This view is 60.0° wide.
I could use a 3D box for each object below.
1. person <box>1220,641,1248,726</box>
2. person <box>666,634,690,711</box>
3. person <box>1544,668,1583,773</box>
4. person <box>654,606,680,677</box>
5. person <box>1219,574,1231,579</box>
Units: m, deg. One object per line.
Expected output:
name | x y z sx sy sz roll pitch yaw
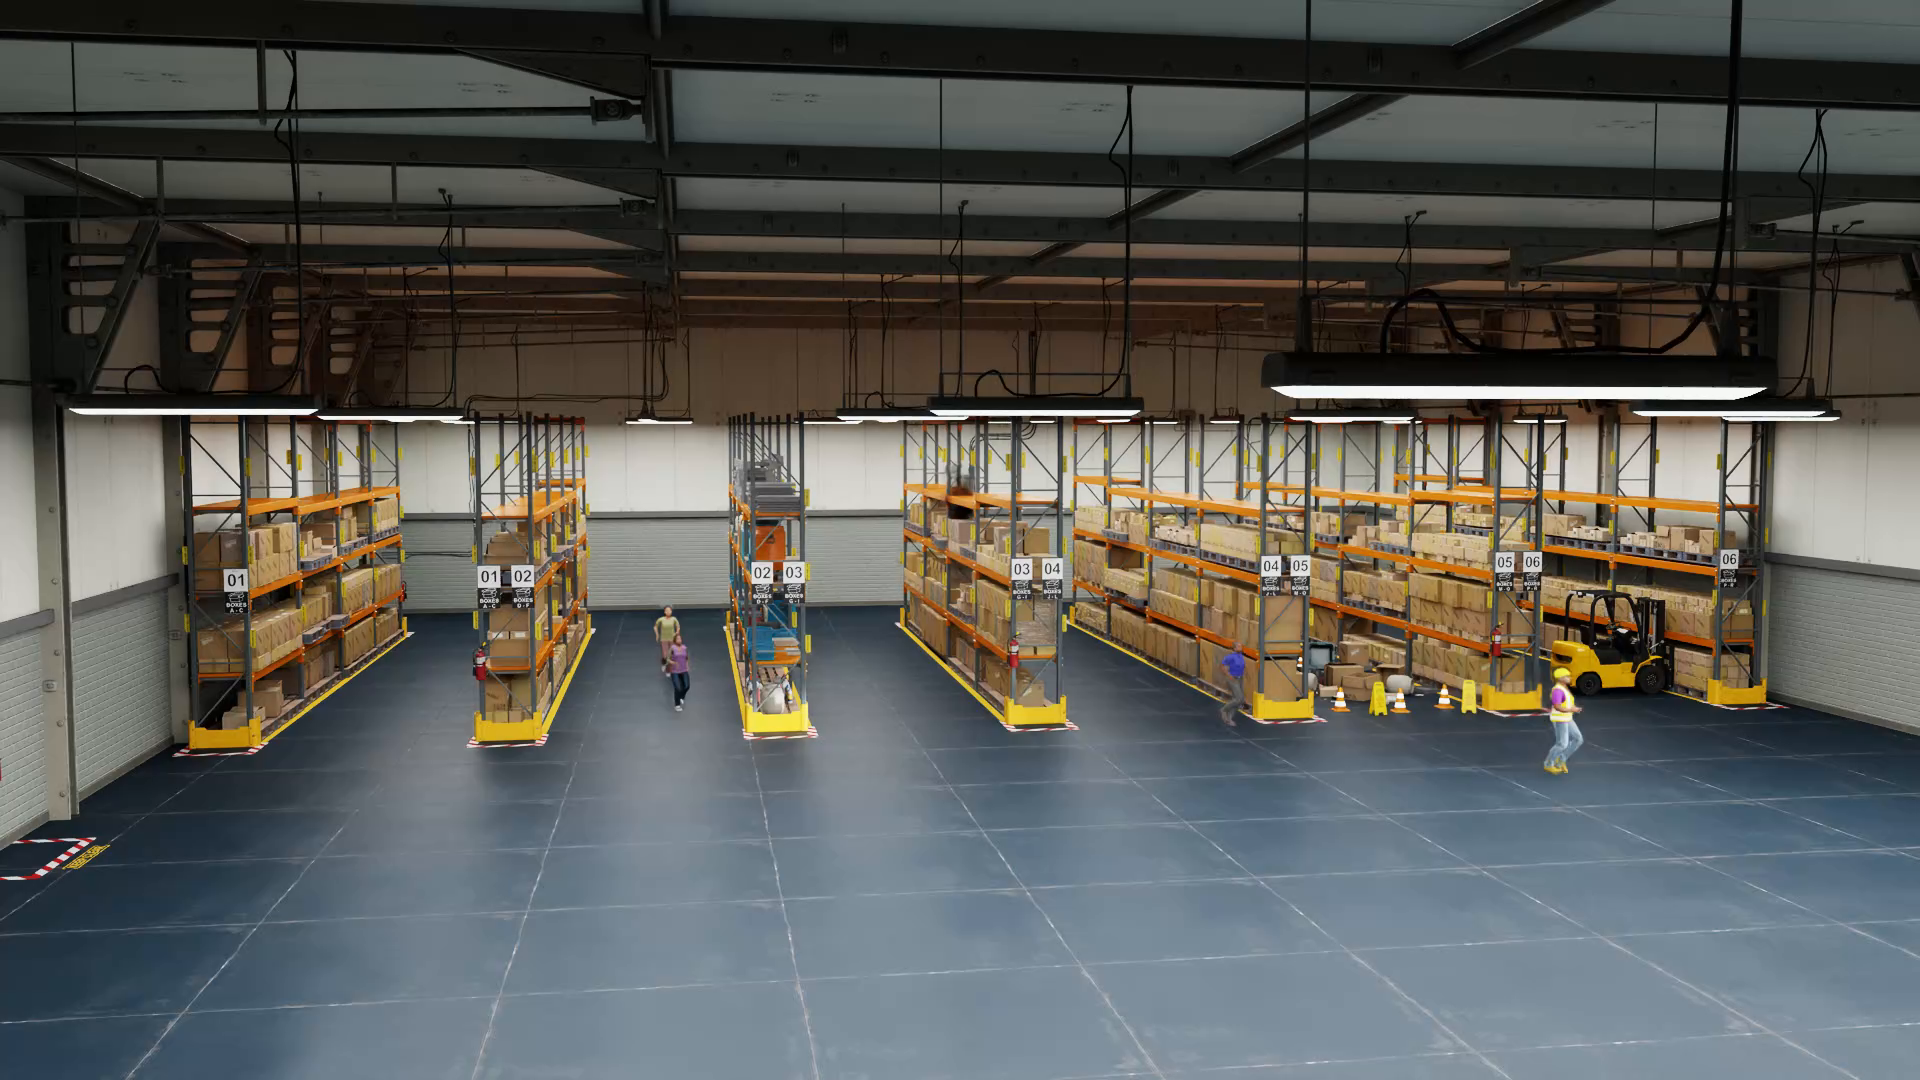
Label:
person | 5.319 2.751 31.950 0.613 1.617 0.494 -4 5 -43
person | -5.621 2.665 33.404 0.525 1.556 0.532 -2 4 -26
person | 9.931 2.981 27.343 0.609 1.758 0.767 3 5 33
person | -6.686 2.323 38.078 0.581 1.626 0.529 -1 4 -18
person | 8.185 1.425 50.682 0.909 1.791 0.687 1 4 8
